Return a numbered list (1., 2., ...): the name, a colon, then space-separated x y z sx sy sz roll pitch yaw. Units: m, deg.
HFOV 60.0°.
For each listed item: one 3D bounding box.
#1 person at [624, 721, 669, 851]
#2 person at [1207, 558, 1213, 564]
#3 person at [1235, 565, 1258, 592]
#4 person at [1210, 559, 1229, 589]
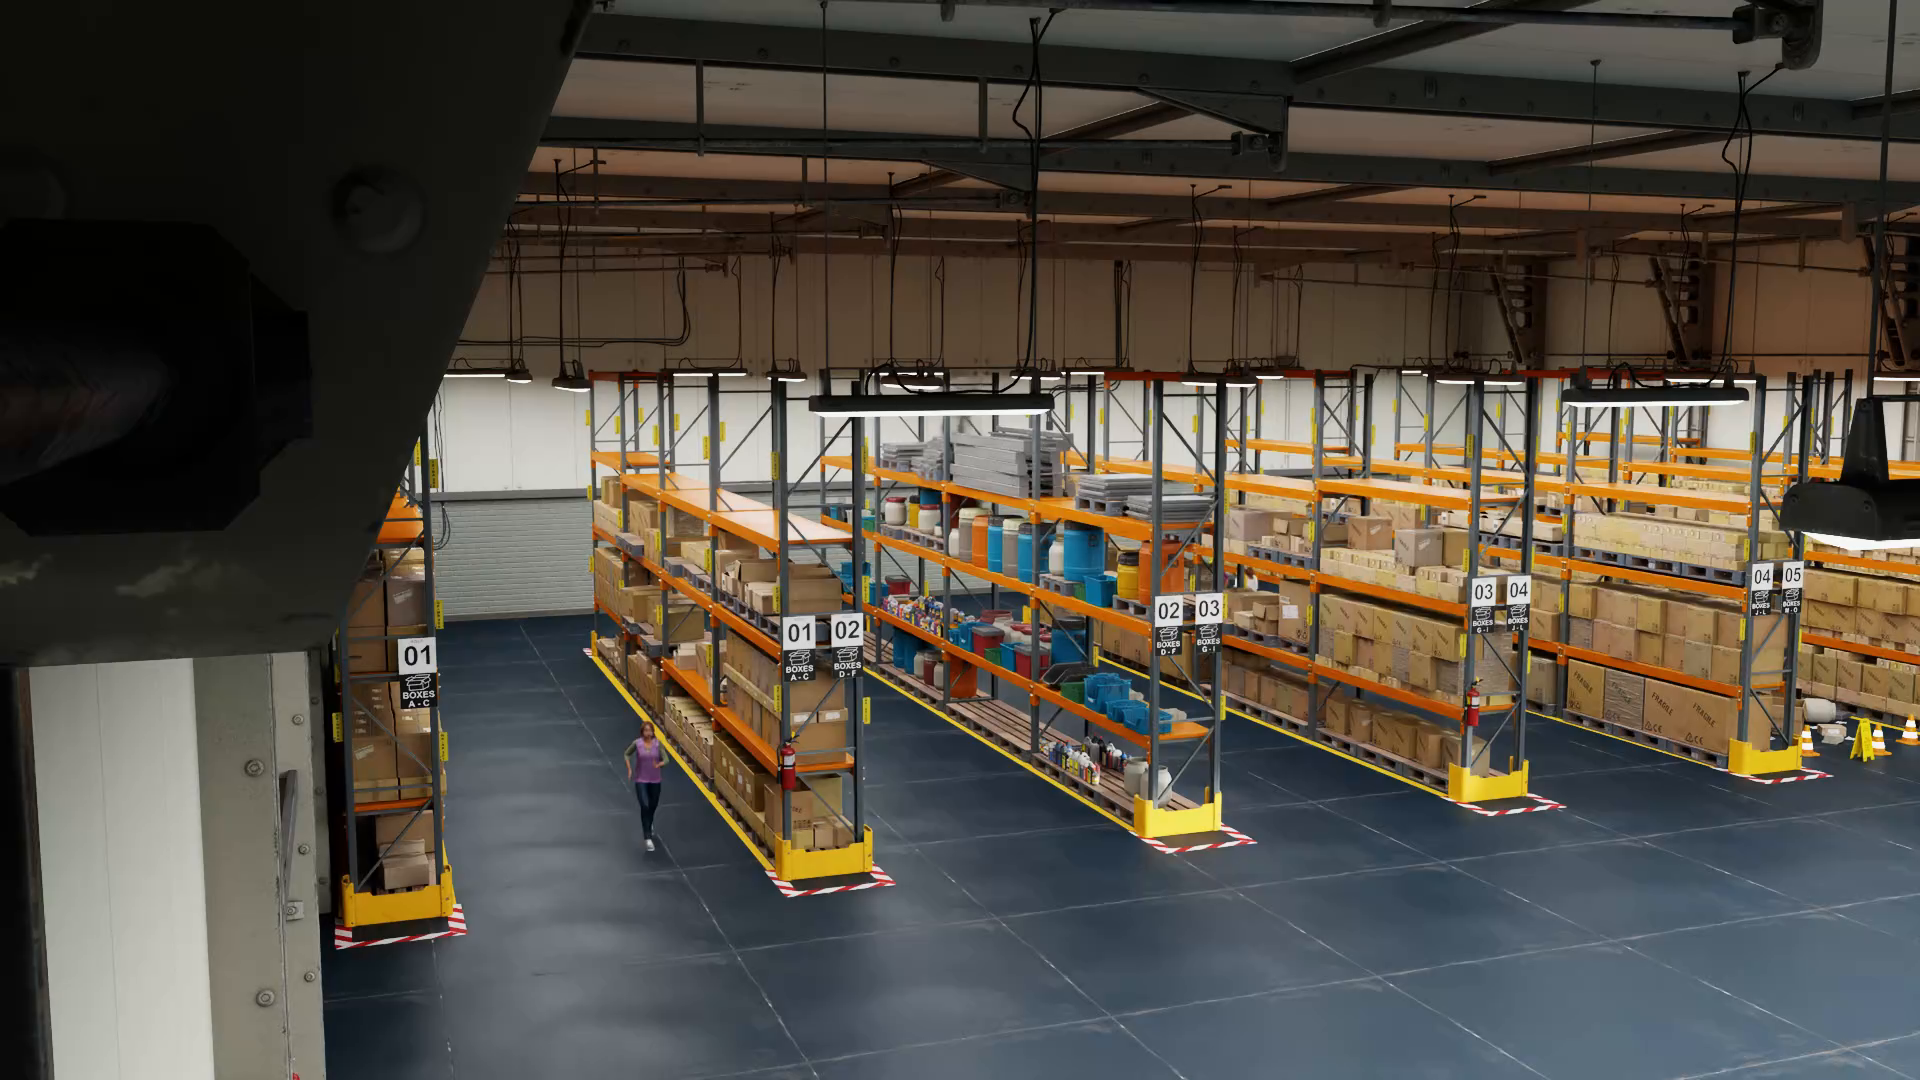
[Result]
1. person: -4.044 3.121 21.465 0.517 1.596 0.871 -2 7 -21
2. person: 6.427 0.824 41.559 0.799 1.766 0.790 0 6 -4
3. person: 6.310 1.361 36.505 0.702 1.747 0.914 -3 7 -23
4. person: 5.810 1.272 37.719 0.739 1.719 0.597 -2 7 -13
